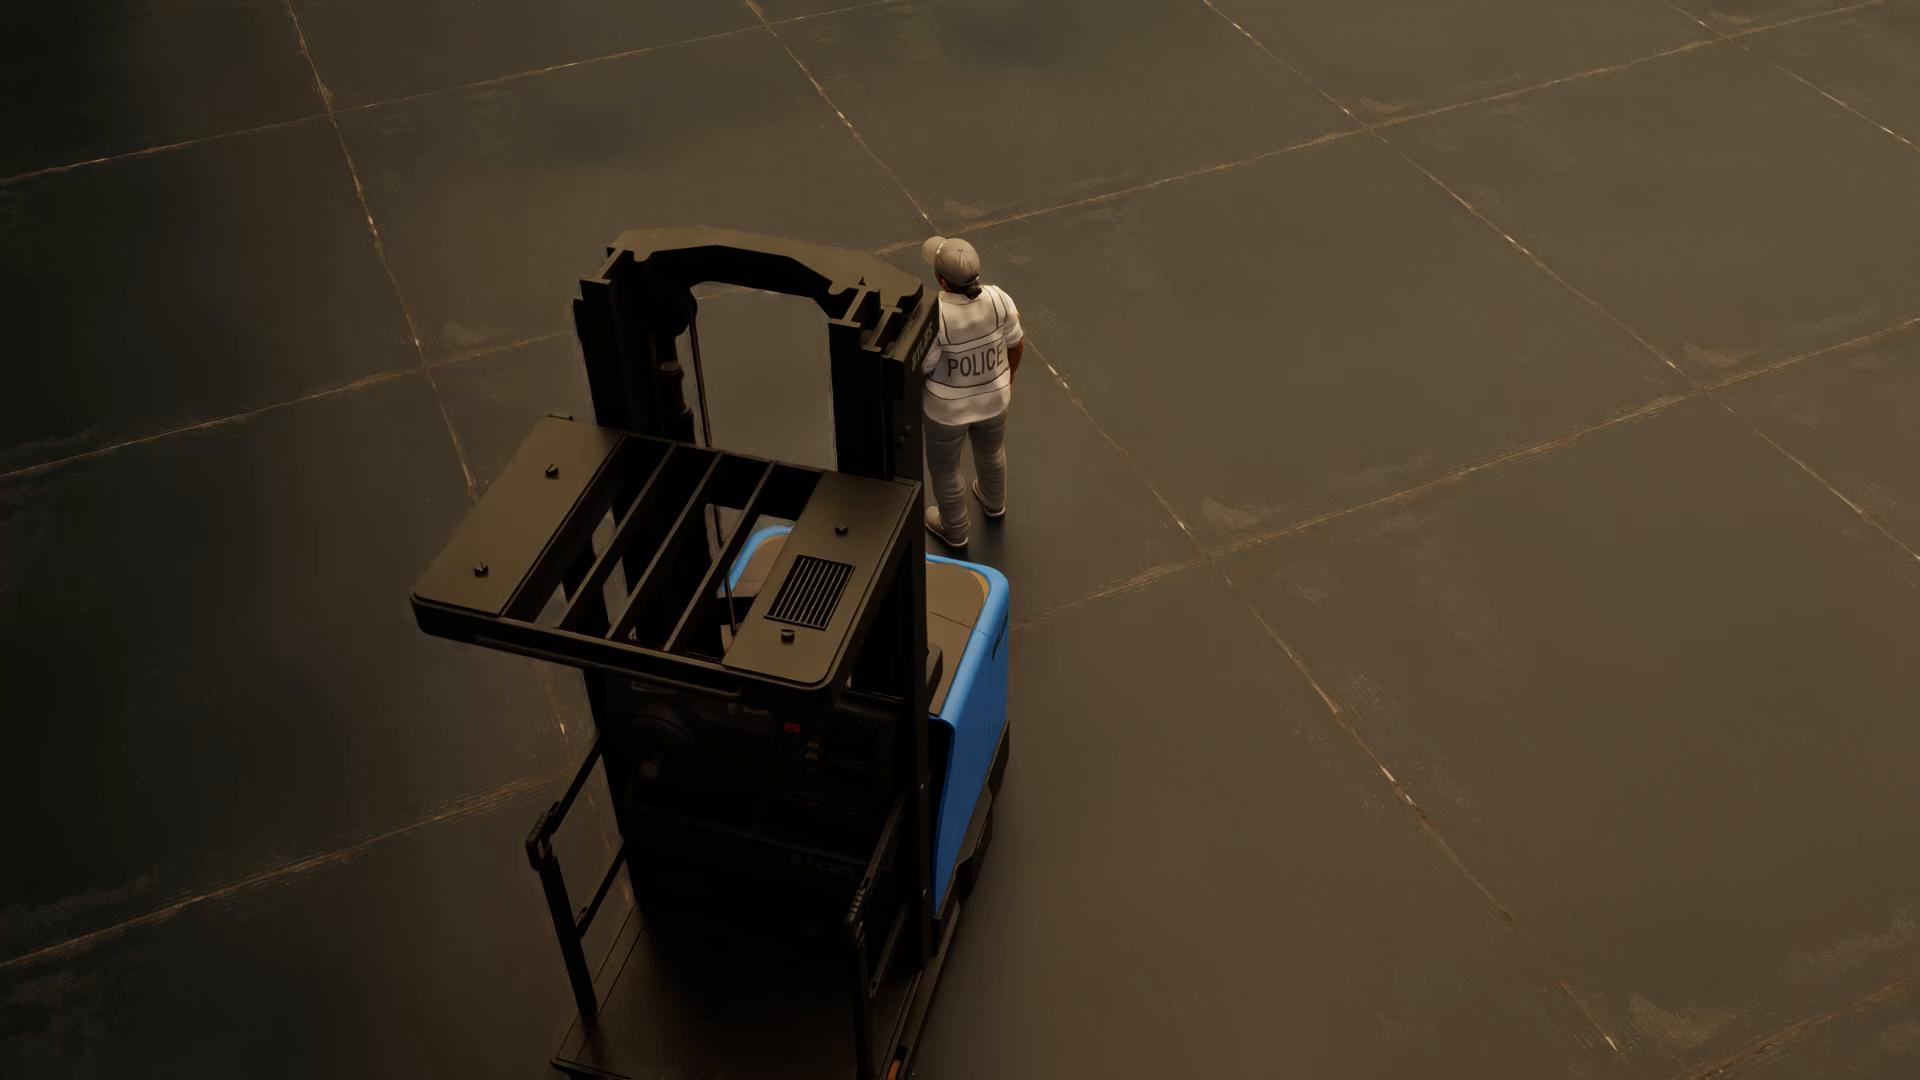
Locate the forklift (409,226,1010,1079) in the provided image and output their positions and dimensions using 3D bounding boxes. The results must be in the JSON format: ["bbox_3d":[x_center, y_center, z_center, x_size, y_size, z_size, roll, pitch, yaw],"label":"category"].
[{"bbox_3d":[-0.703,0.696,4.934,1.130,2.935,3.031,11,44,12],"label":"forklift"}]

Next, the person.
[{"bbox_3d":[-0.012,-0.669,7.312,0.599,1.671,0.529,-18,46,-18],"label":"person"}]
